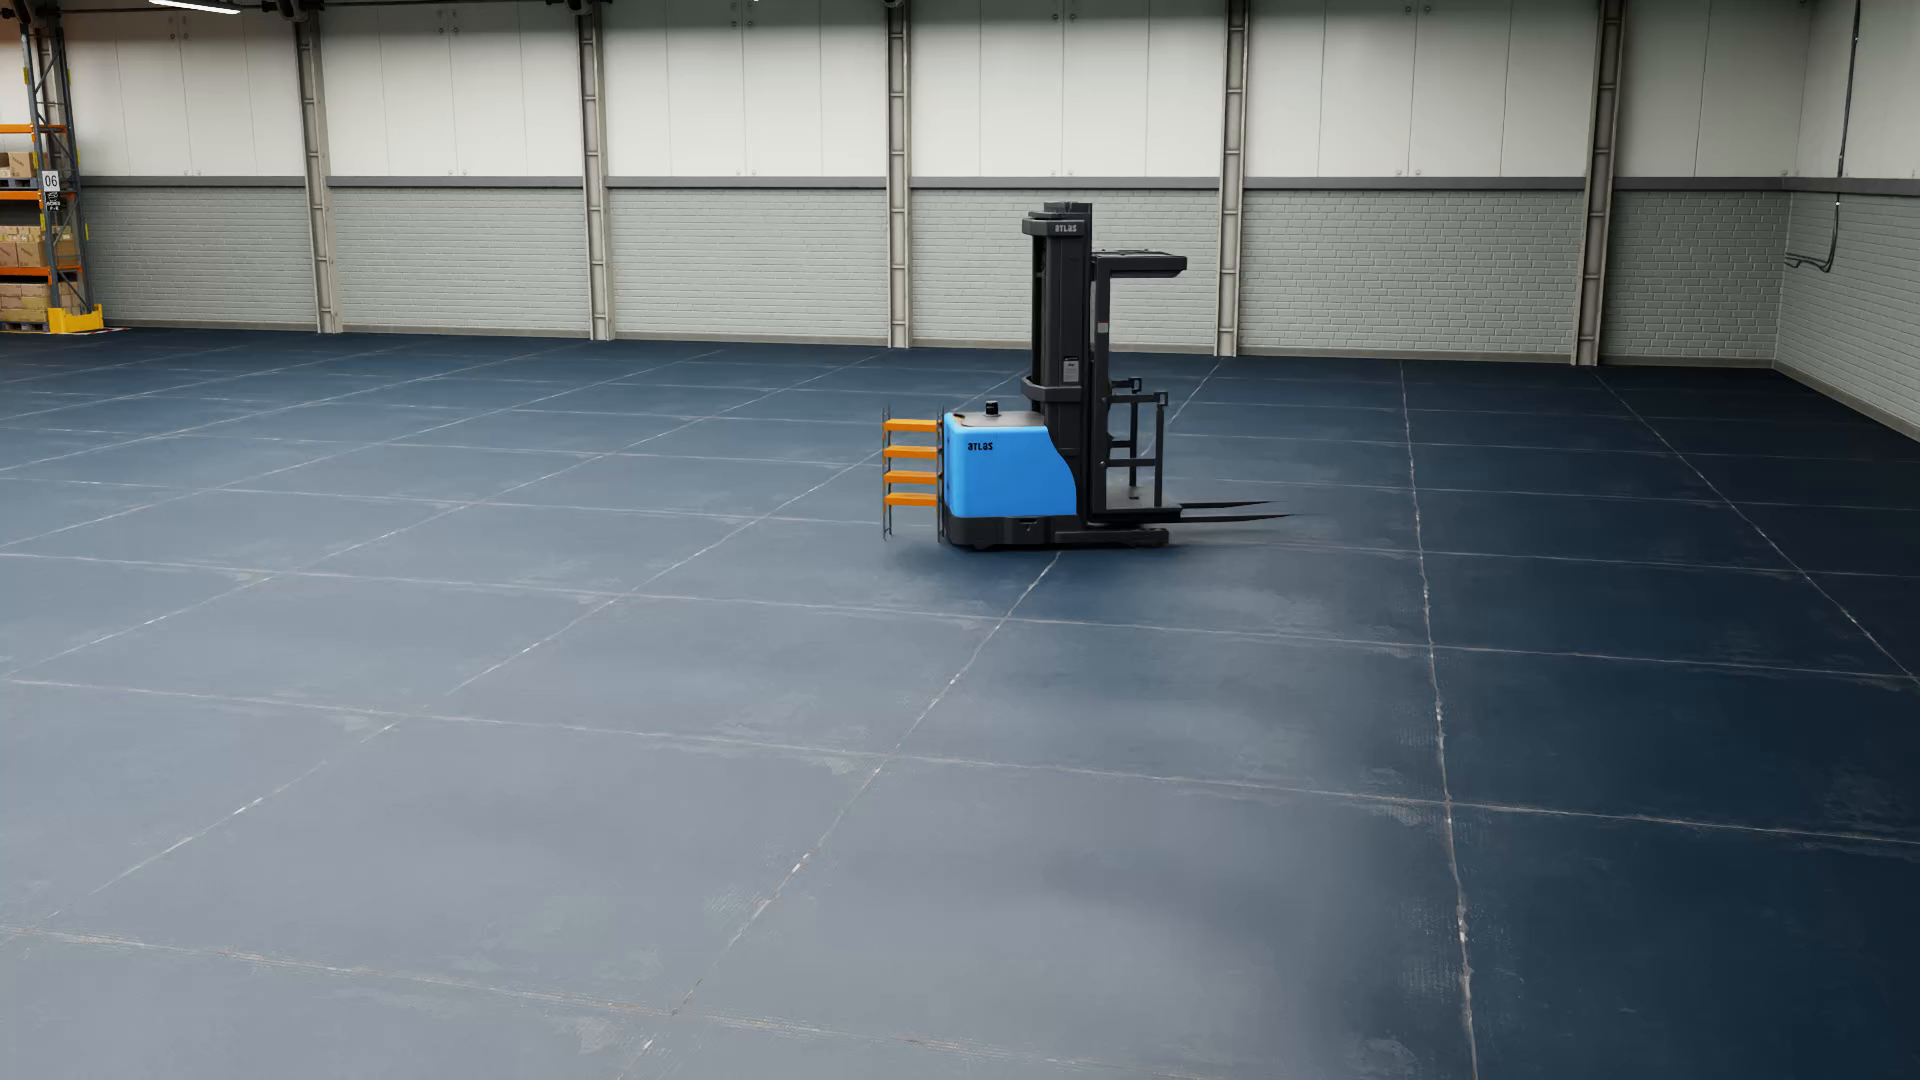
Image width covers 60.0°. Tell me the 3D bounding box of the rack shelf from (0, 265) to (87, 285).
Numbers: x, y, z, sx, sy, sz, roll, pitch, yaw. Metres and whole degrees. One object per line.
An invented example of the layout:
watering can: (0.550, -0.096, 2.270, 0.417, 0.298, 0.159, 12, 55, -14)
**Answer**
rack shelf: (-20.066, -5.515, 34.328, 4.000, 0.370, 1.077, 3, 13, 14)

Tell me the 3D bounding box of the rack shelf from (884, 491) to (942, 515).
rack shelf: (-0.408, -0.326, 14.662, 0.480, 0.148, 0.258, 3, 13, 12)

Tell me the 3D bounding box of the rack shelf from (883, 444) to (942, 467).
rack shelf: (-0.408, -0.739, 14.570, 0.480, 0.148, 0.258, 3, 13, 12)

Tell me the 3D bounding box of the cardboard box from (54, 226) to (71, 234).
cardboard box: (-18.399, -6.336, 33.950, 0.250, 0.149, 0.380, 3, 13, 12)

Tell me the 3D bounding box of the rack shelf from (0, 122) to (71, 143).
rack shelf: (-20.066, -8.249, 33.722, 4.000, 0.370, 1.077, 3, 13, 14)

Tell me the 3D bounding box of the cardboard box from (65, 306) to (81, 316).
cardboard box: (-18.554, -4.692, 34.335, 0.500, 0.250, 0.500, 3, 13, 14)

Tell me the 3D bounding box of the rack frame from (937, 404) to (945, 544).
rack frame: (-0.169, -0.575, 14.555, 0.015, 1.200, 0.240, 3, 13, 12)

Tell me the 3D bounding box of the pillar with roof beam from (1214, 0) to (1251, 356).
pillar with roof beam: (3.686, -6.766, 24.455, 0.548, 9.000, 9.100, 3, 13, 14)

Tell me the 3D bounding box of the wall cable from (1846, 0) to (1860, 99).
wall cable: (12.438, -7.310, 22.415, 0.112, 2.526, 3.097, 3, 13, 14)

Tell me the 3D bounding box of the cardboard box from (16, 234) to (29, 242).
cardboard box: (-18.783, -6.094, 33.548, 0.250, 0.149, 0.380, 3, 13, 14)

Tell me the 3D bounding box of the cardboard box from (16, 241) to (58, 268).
cardboard box: (-18.664, -5.782, 33.638, 0.500, 0.500, 0.500, 3, 13, 12)

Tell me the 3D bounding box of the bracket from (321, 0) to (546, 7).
bracket: (-9.923, -10.132, 31.316, 4.783, 0.066, 0.076, 3, 13, 14)

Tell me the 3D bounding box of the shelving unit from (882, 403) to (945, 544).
shelving unit: (-0.408, -0.586, 14.604, 0.503, 1.200, 0.258, 3, 13, 12)

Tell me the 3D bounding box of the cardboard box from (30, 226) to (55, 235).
cardboard box: (-18.522, -6.248, 33.553, 0.250, 0.149, 0.380, 3, 13, 14)

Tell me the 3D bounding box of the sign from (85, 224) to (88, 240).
sign: (-17.985, -6.340, 34.205, 0.005, 0.325, 0.100, 3, 13, 14)

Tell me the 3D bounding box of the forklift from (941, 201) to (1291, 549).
forklift: (1.387, -1.467, 14.580, 3.031, 2.935, 1.130, -2, 13, -7)

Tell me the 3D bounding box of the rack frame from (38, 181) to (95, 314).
rack frame: (-18.124, -5.763, 33.782, 0.127, 3.000, 1.000, 3, 13, 14)

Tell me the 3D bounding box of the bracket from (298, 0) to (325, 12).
bracket: (-12.441, -10.267, 31.923, 0.430, 0.232, 0.235, 3, 13, 14)

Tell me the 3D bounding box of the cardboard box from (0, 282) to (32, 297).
cardboard box: (-19.143, -5.097, 33.852, 0.500, 0.250, 0.500, 3, 13, 15)

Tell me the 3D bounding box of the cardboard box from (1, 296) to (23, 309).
cardboard box: (-19.156, -4.857, 33.926, 0.500, 0.250, 0.500, 3, 13, 13)

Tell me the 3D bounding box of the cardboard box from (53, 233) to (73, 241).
cardboard box: (-18.391, -6.200, 34.026, 0.250, 0.149, 0.380, 3, 13, 12)

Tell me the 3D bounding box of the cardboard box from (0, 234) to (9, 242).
cardboard box: (-19.258, -6.136, 33.736, 0.250, 0.149, 0.380, 3, 13, 13)

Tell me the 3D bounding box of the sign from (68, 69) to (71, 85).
sign: (-17.985, -9.341, 33.539, 0.005, 0.325, 0.100, 3, 13, 14)

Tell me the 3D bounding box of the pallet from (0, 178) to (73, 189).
pallet: (-18.804, -7.226, 33.657, 1.213, 0.211, 1.003, 3, 13, 14)

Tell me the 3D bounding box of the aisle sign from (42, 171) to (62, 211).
aisle sign: (-18.130, -6.967, 33.207, 0.004, 0.787, 0.394, 3, 13, 14)

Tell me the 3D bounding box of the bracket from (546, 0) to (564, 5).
bracket: (-7.421, -9.999, 30.713, 0.430, 0.232, 0.235, 3, 13, 14)

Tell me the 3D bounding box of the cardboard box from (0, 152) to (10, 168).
cardboard box: (-19.582, -7.576, 33.597, 0.500, 0.500, 0.700, 3, 13, 14)

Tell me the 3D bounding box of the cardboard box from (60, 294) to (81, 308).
cardboard box: (-18.530, -4.937, 34.287, 0.500, 0.250, 0.500, 3, 13, 15)

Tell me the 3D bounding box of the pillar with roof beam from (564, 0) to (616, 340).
pillar with roof beam: (-7.965, -7.389, 27.262, 0.548, 9.000, 9.100, 3, 13, 14)

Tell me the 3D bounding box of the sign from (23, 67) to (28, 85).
sign: (-18.268, -9.073, 32.512, 0.005, 0.325, 0.100, 3, 13, 14)

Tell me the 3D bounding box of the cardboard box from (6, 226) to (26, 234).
cardboard box: (-19.029, -6.262, 33.617, 0.250, 0.149, 0.380, 3, 13, 15)

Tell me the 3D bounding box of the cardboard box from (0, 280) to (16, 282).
cardboard box: (-20.010, -5.260, 34.585, 0.500, 0.250, 0.500, 3, 13, 12)

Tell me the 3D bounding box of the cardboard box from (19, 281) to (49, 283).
cardboard box: (-19.031, -5.203, 34.332, 0.500, 0.250, 0.500, 3, 13, 14)

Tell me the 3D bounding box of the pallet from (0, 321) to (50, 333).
pallet: (-18.876, -4.432, 34.223, 1.213, 0.211, 1.003, 3, 13, 14)

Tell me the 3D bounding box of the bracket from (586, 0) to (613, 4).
bracket: (-6.615, -9.955, 30.519, 0.430, 0.232, 0.235, 3, 13, 14)

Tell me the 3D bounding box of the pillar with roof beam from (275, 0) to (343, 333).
pillar with roof beam: (-13.790, -7.700, 28.666, 0.548, 9.000, 9.100, 3, 13, 14)

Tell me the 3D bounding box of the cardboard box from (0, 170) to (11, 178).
cardboard box: (-19.001, -7.337, 33.334, 0.250, 0.149, 0.380, 3, 13, 12)

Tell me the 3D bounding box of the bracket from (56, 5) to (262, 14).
bracket: (-15.748, -10.444, 32.720, 4.783, 0.066, 0.076, 3, 13, 14)

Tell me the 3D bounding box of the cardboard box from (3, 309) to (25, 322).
cardboard box: (-19.136, -4.611, 33.970, 0.500, 0.250, 0.500, 3, 13, 14)
